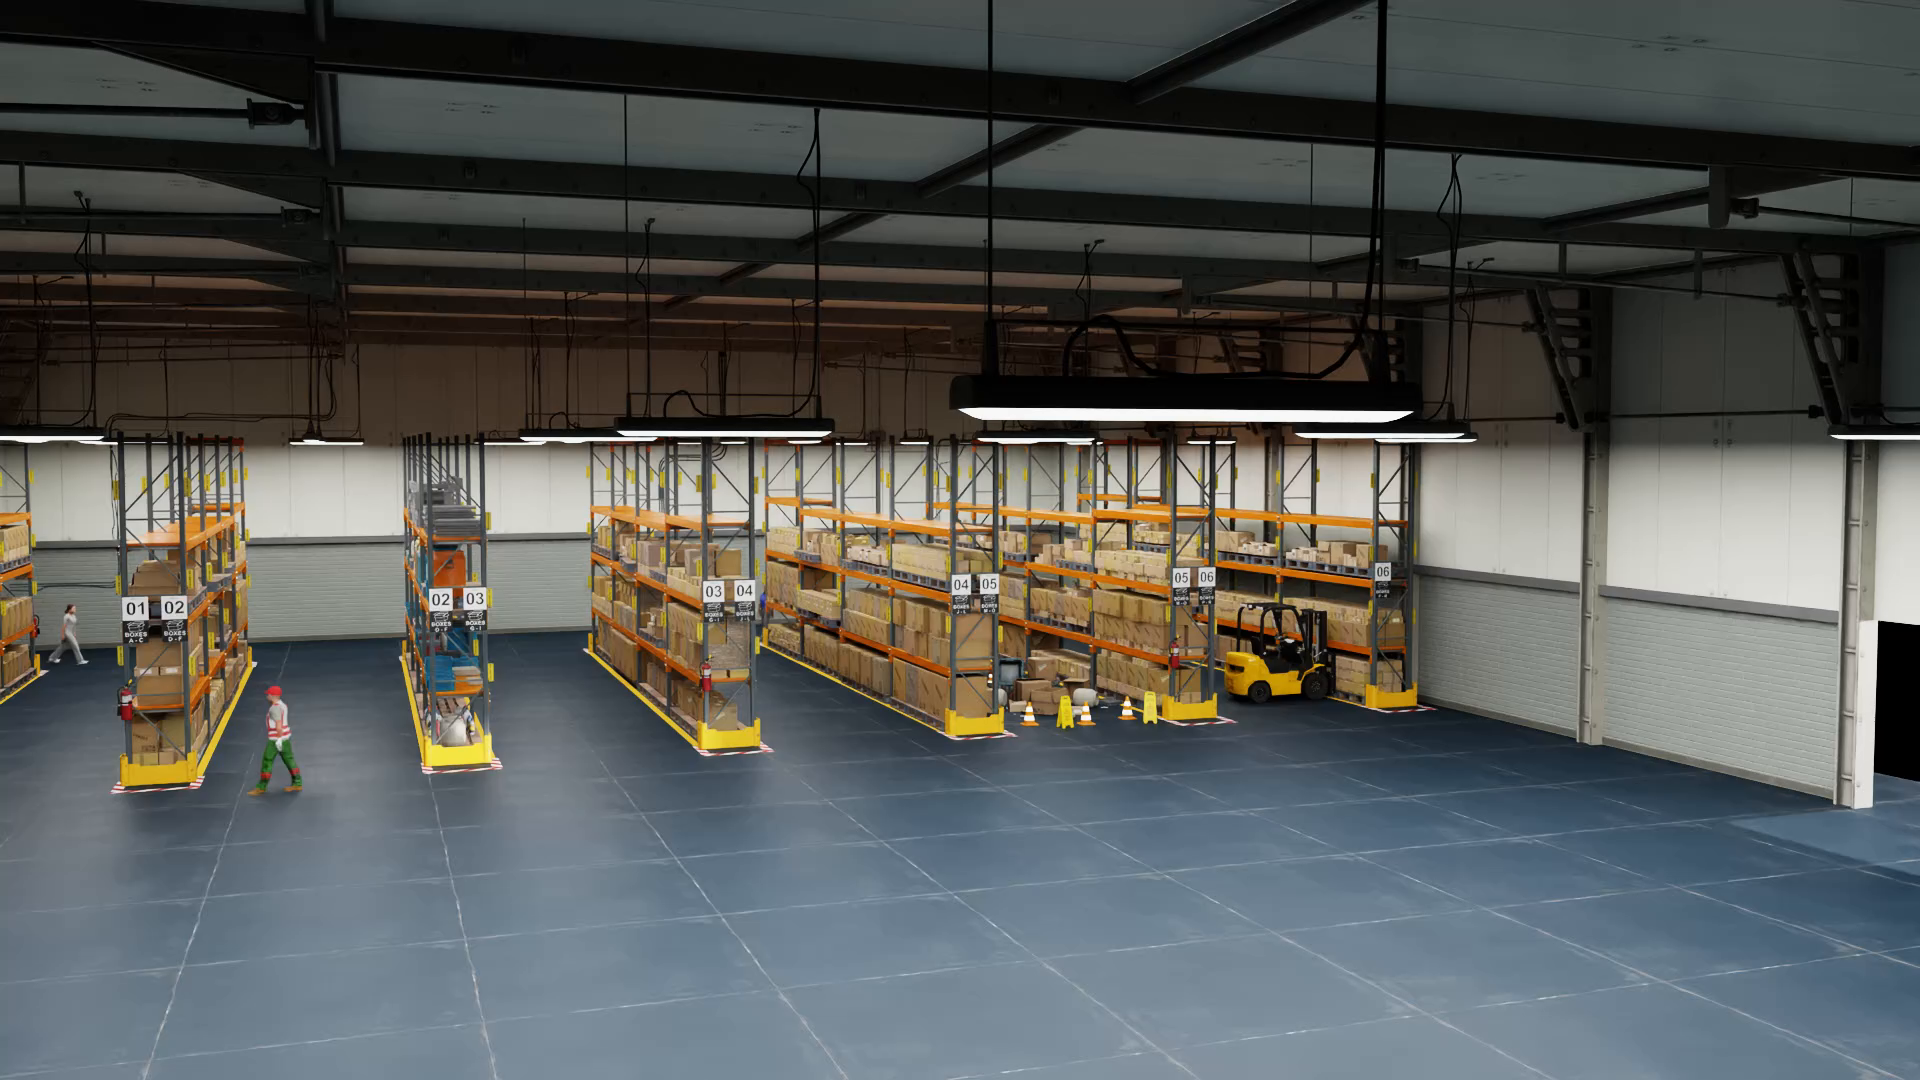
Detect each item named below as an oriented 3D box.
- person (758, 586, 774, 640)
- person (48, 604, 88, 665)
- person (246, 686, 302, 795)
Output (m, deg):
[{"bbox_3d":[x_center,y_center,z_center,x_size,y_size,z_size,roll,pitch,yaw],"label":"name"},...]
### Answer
[{"bbox_3d":[-5.790,2.150,49.810,0.465,1.626,0.930,1,3,20],"label":"person"},{"bbox_3d":[-23.513,2.488,43.876,1.084,1.606,0.445,0,3,-3],"label":"person"},{"bbox_3d":[-11.340,3.302,27.548,0.822,1.765,0.566,0,3,-1],"label":"person"}]
